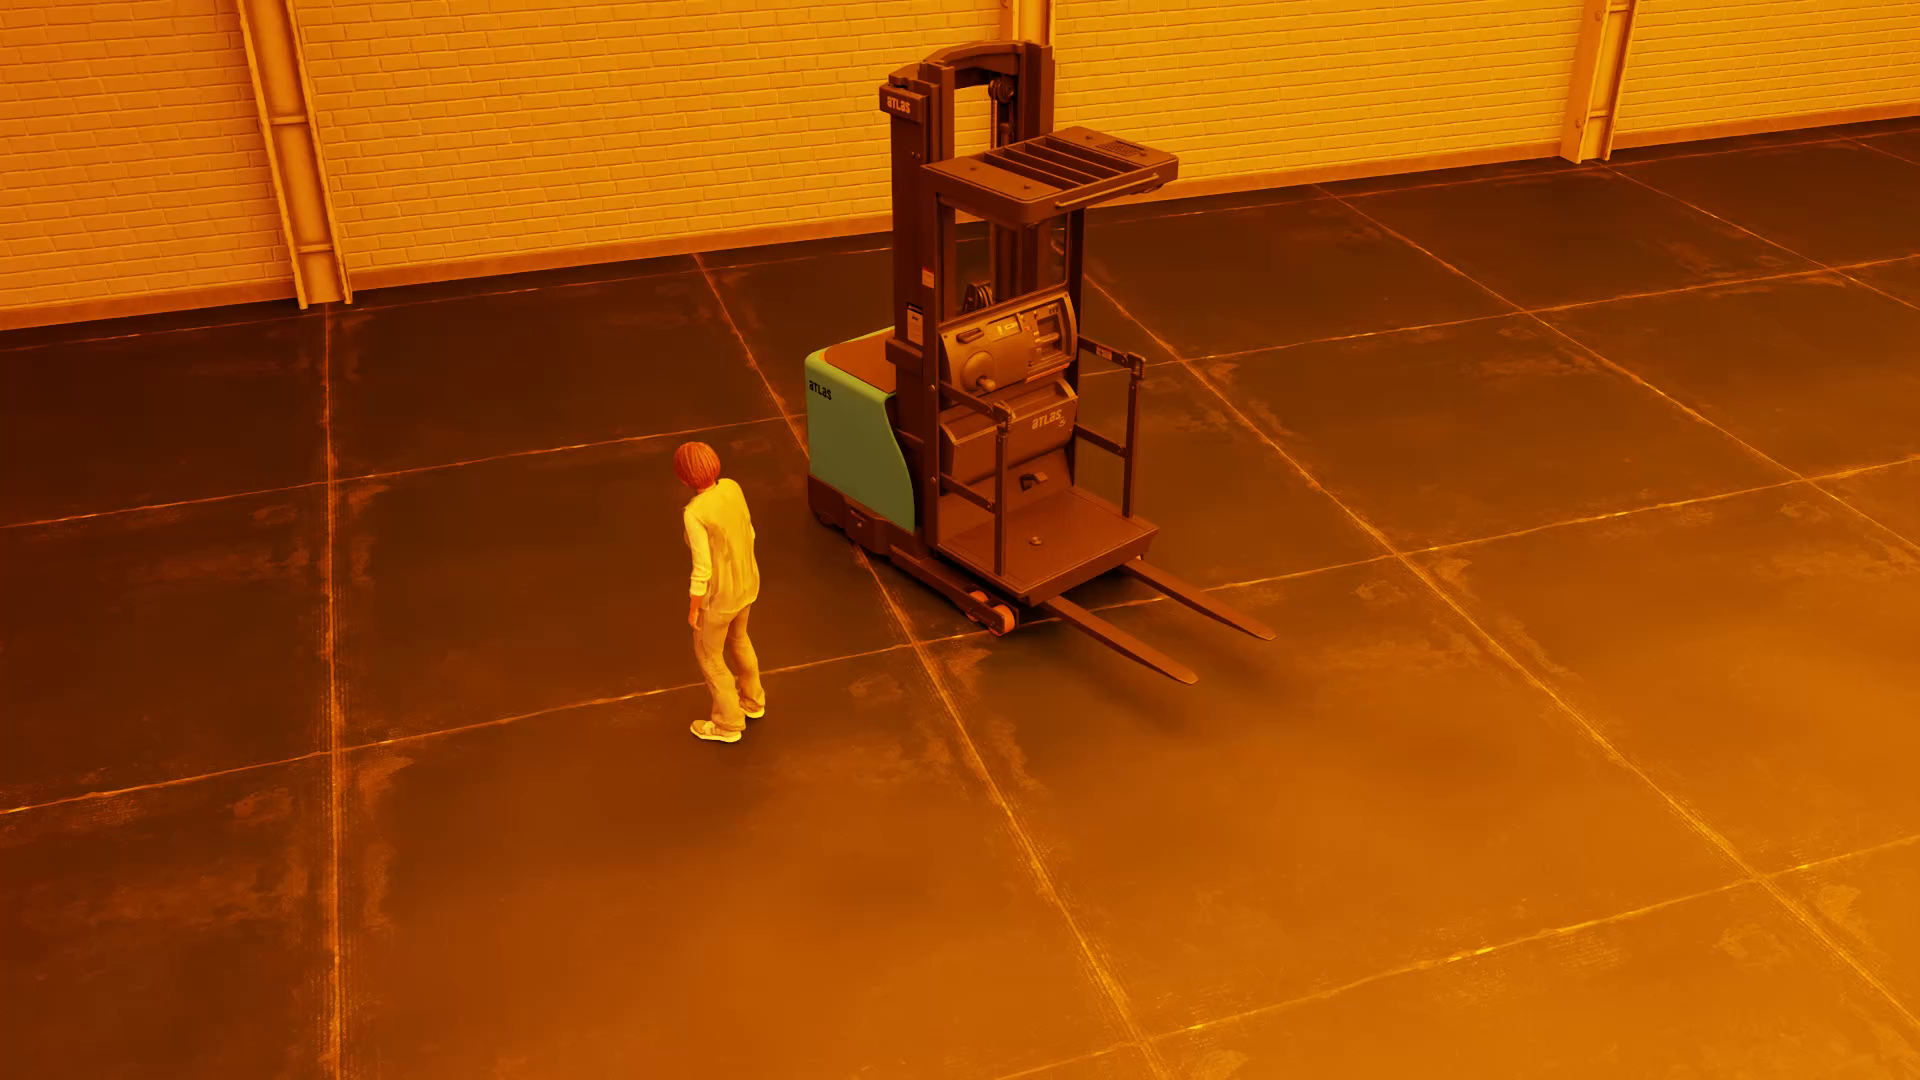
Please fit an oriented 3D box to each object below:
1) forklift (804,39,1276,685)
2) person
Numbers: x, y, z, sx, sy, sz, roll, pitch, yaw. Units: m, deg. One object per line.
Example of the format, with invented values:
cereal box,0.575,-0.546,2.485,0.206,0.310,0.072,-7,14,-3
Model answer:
forklift,0.414,-1.033,8.883,1.130,2.935,3.031,-23,37,-35
person,-1.149,0.255,7.989,0.349,1.590,0.470,15,33,24
